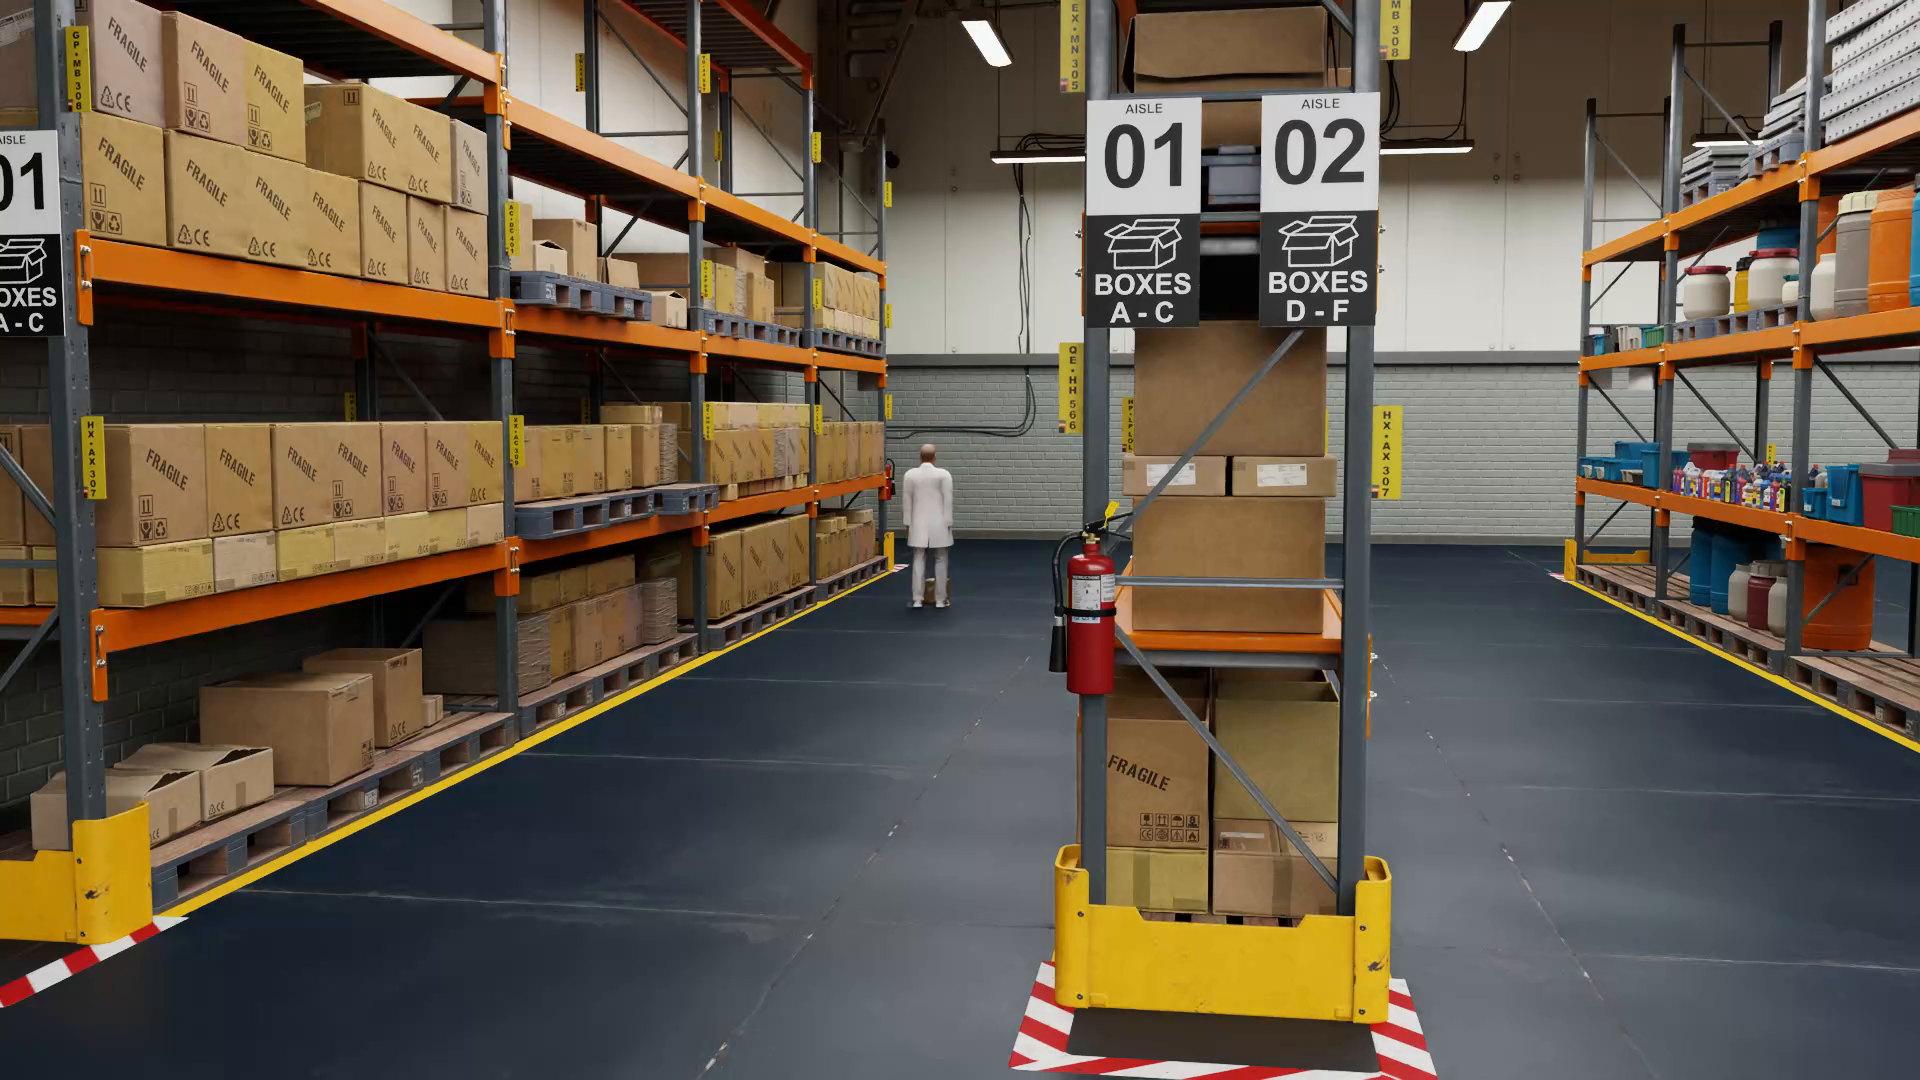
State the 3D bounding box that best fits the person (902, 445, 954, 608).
[{"bbox_3d":[-0.347,-0.148,18.114,0.563,1.774,0.380,1,4,10],"label":"person"}]
